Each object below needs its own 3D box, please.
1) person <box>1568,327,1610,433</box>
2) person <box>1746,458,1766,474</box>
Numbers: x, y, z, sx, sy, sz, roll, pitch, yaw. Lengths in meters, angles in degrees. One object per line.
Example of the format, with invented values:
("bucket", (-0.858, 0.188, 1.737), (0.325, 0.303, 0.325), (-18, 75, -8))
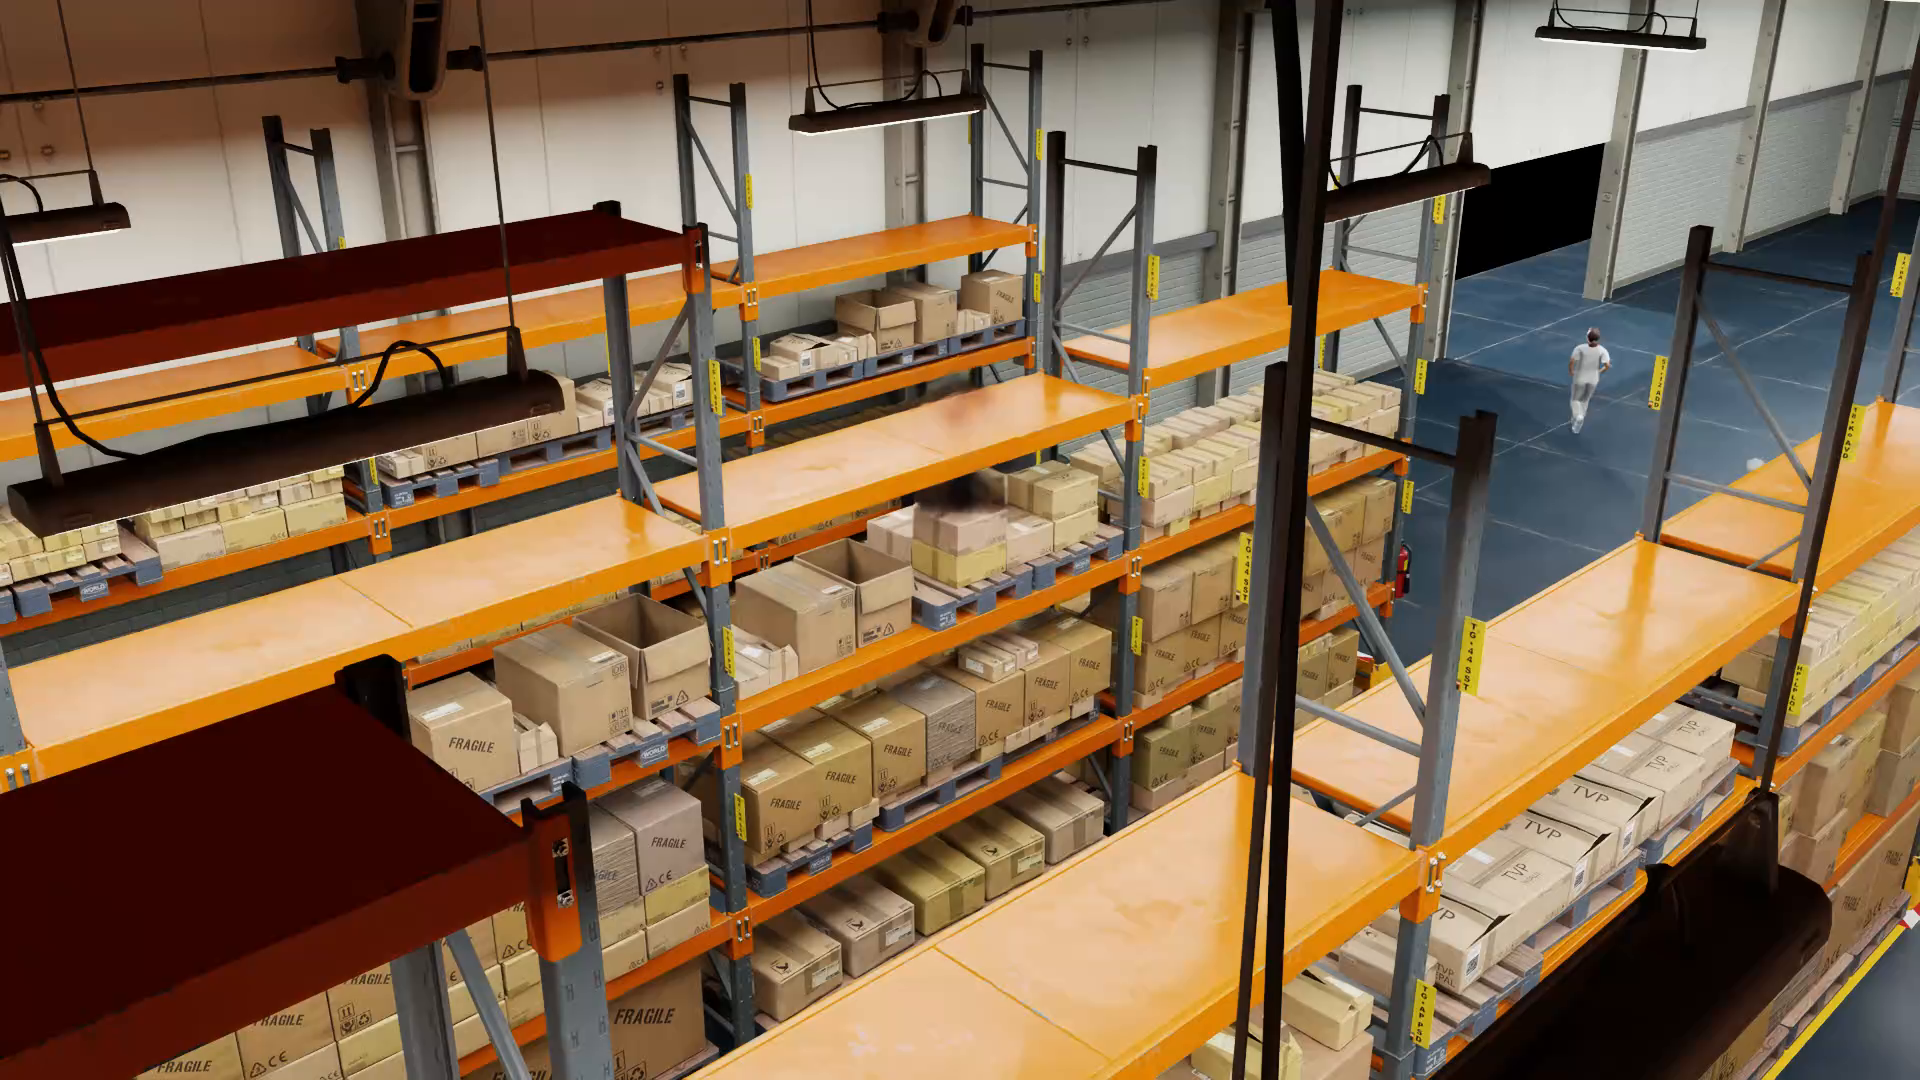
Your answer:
("person", (9.153, -2.309, 24.301), (0.585, 1.627, 0.655), (3, 23, 7))
("person", (8.984, -0.163, 19.062), (0.560, 1.659, 0.576), (-1, 22, -2))
